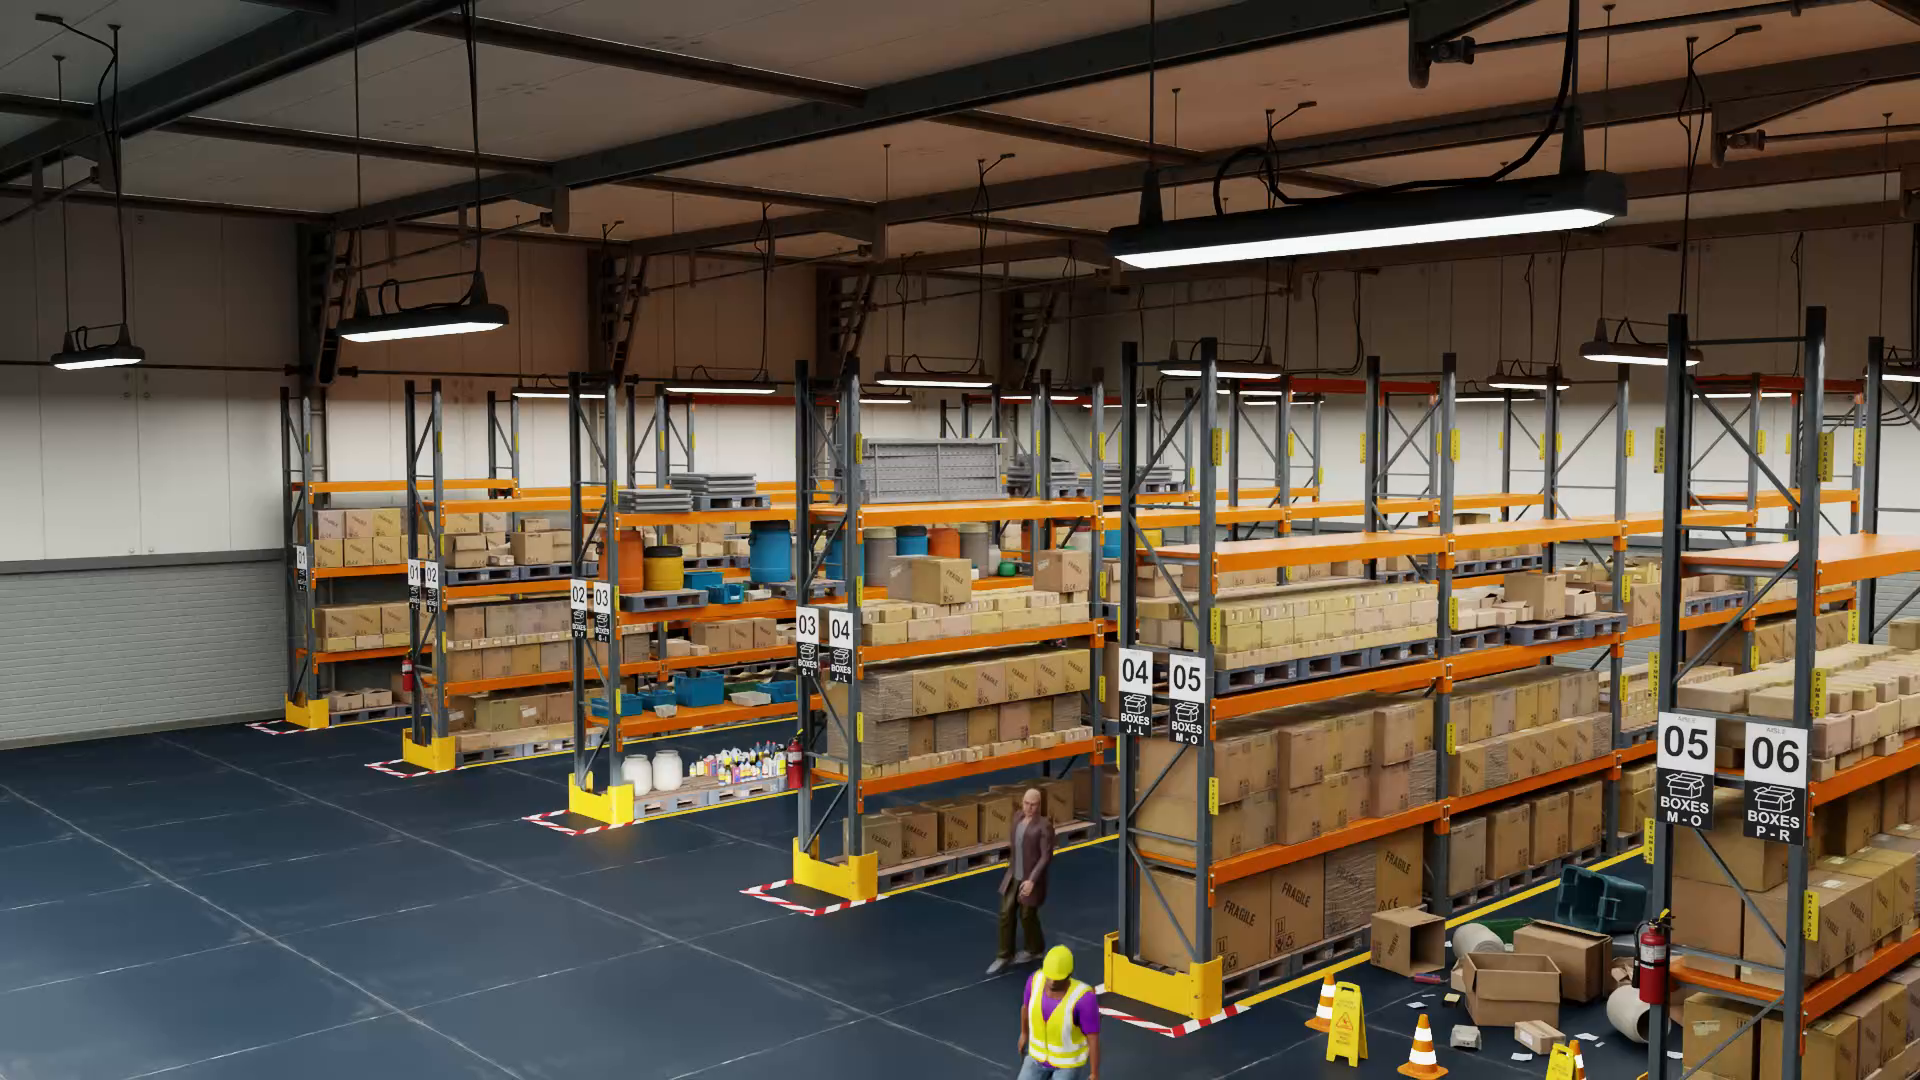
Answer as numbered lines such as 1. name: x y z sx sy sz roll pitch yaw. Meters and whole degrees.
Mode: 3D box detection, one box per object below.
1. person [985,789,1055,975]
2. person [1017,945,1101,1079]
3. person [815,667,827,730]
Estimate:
1. person: 0.634 3.273 15.979 0.630 1.801 0.703 3 5 42
2. person: 0.671 3.573 11.528 0.830 1.681 0.699 2 4 32
3. person: -2.199 2.654 27.151 0.998 1.528 0.632 -2 4 -26
